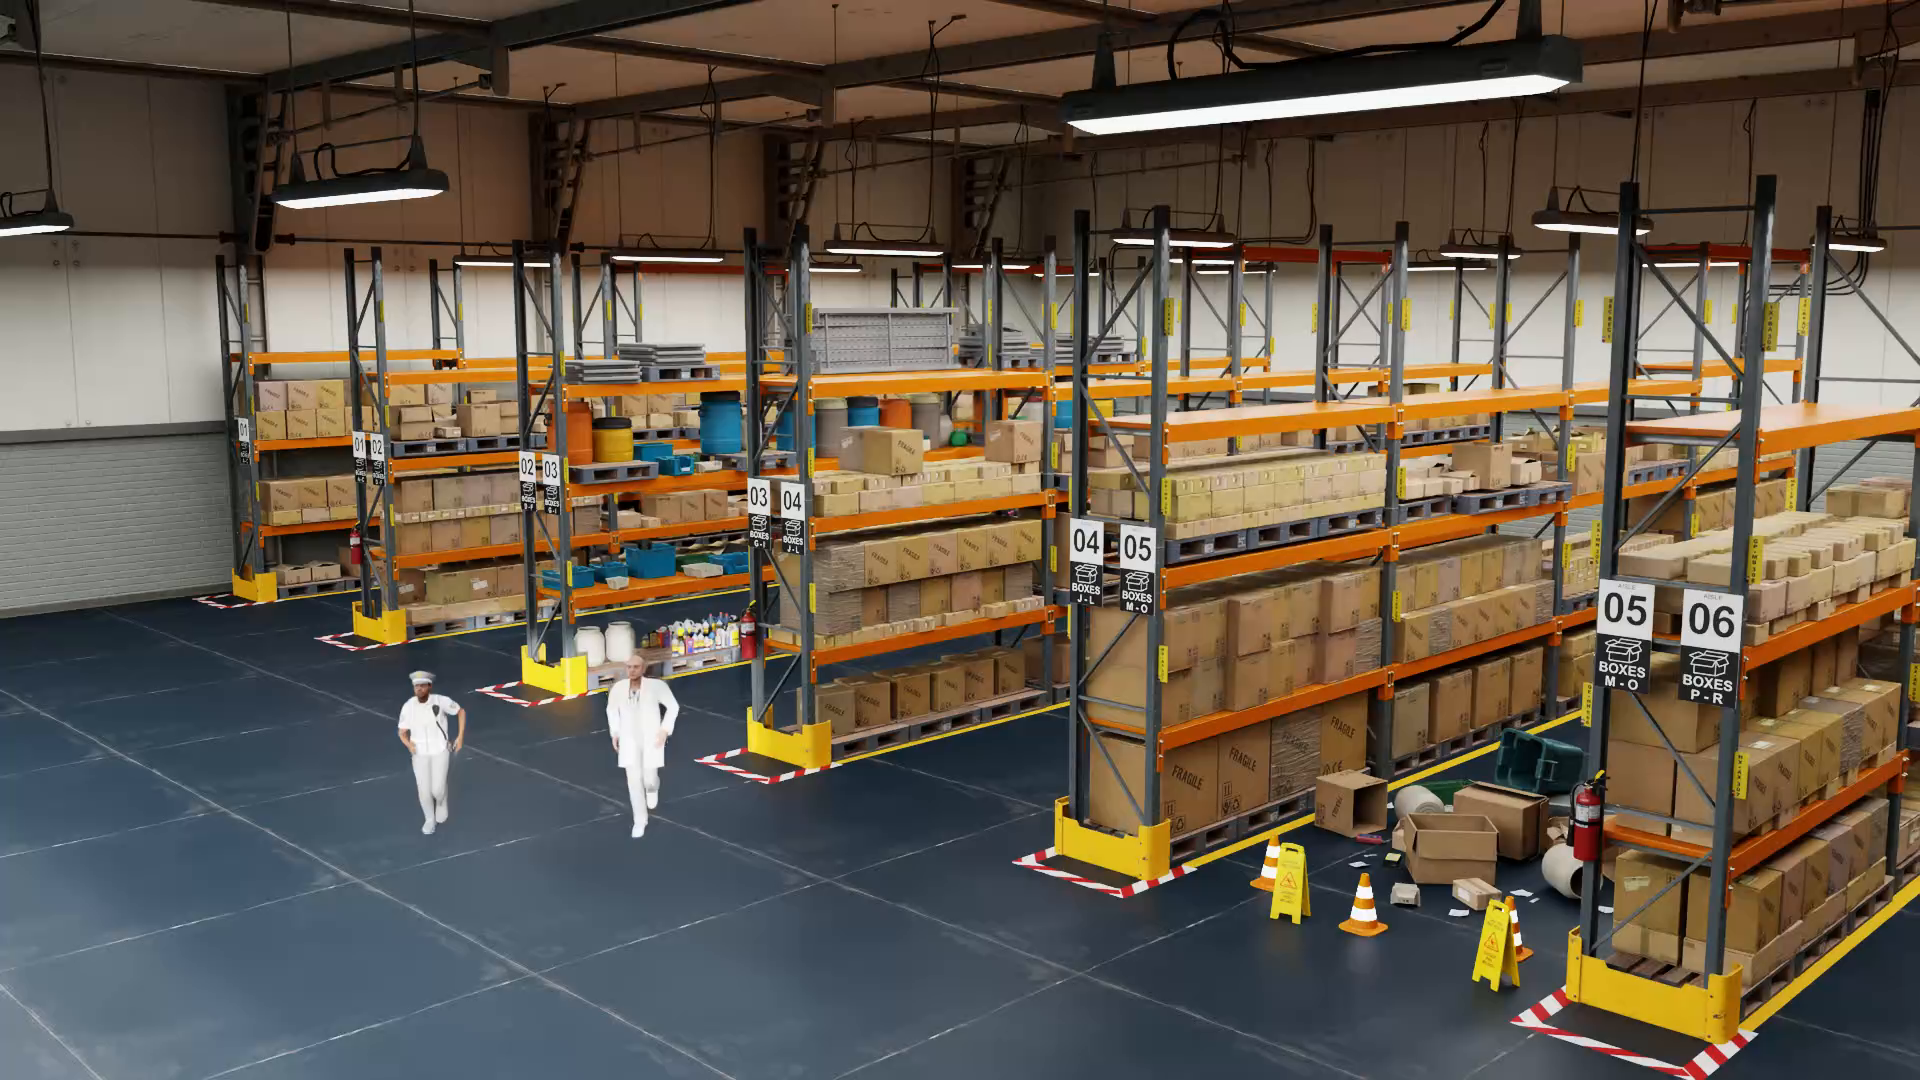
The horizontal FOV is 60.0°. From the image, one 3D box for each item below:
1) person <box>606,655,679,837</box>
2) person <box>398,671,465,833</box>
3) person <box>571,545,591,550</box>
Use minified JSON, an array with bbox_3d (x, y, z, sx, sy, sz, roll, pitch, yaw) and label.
[{"bbox_3d":[-3.133,1.989,16.479,0.720,1.777,0.753,0,8,2],"label":"person"},{"bbox_3d":[-5.138,2.072,16.163,0.599,1.661,0.707,-1,8,-7],"label":"person"},{"bbox_3d":[-6.864,0.033,30.263,0.642,1.751,0.661,-8,11,-44],"label":"person"}]
